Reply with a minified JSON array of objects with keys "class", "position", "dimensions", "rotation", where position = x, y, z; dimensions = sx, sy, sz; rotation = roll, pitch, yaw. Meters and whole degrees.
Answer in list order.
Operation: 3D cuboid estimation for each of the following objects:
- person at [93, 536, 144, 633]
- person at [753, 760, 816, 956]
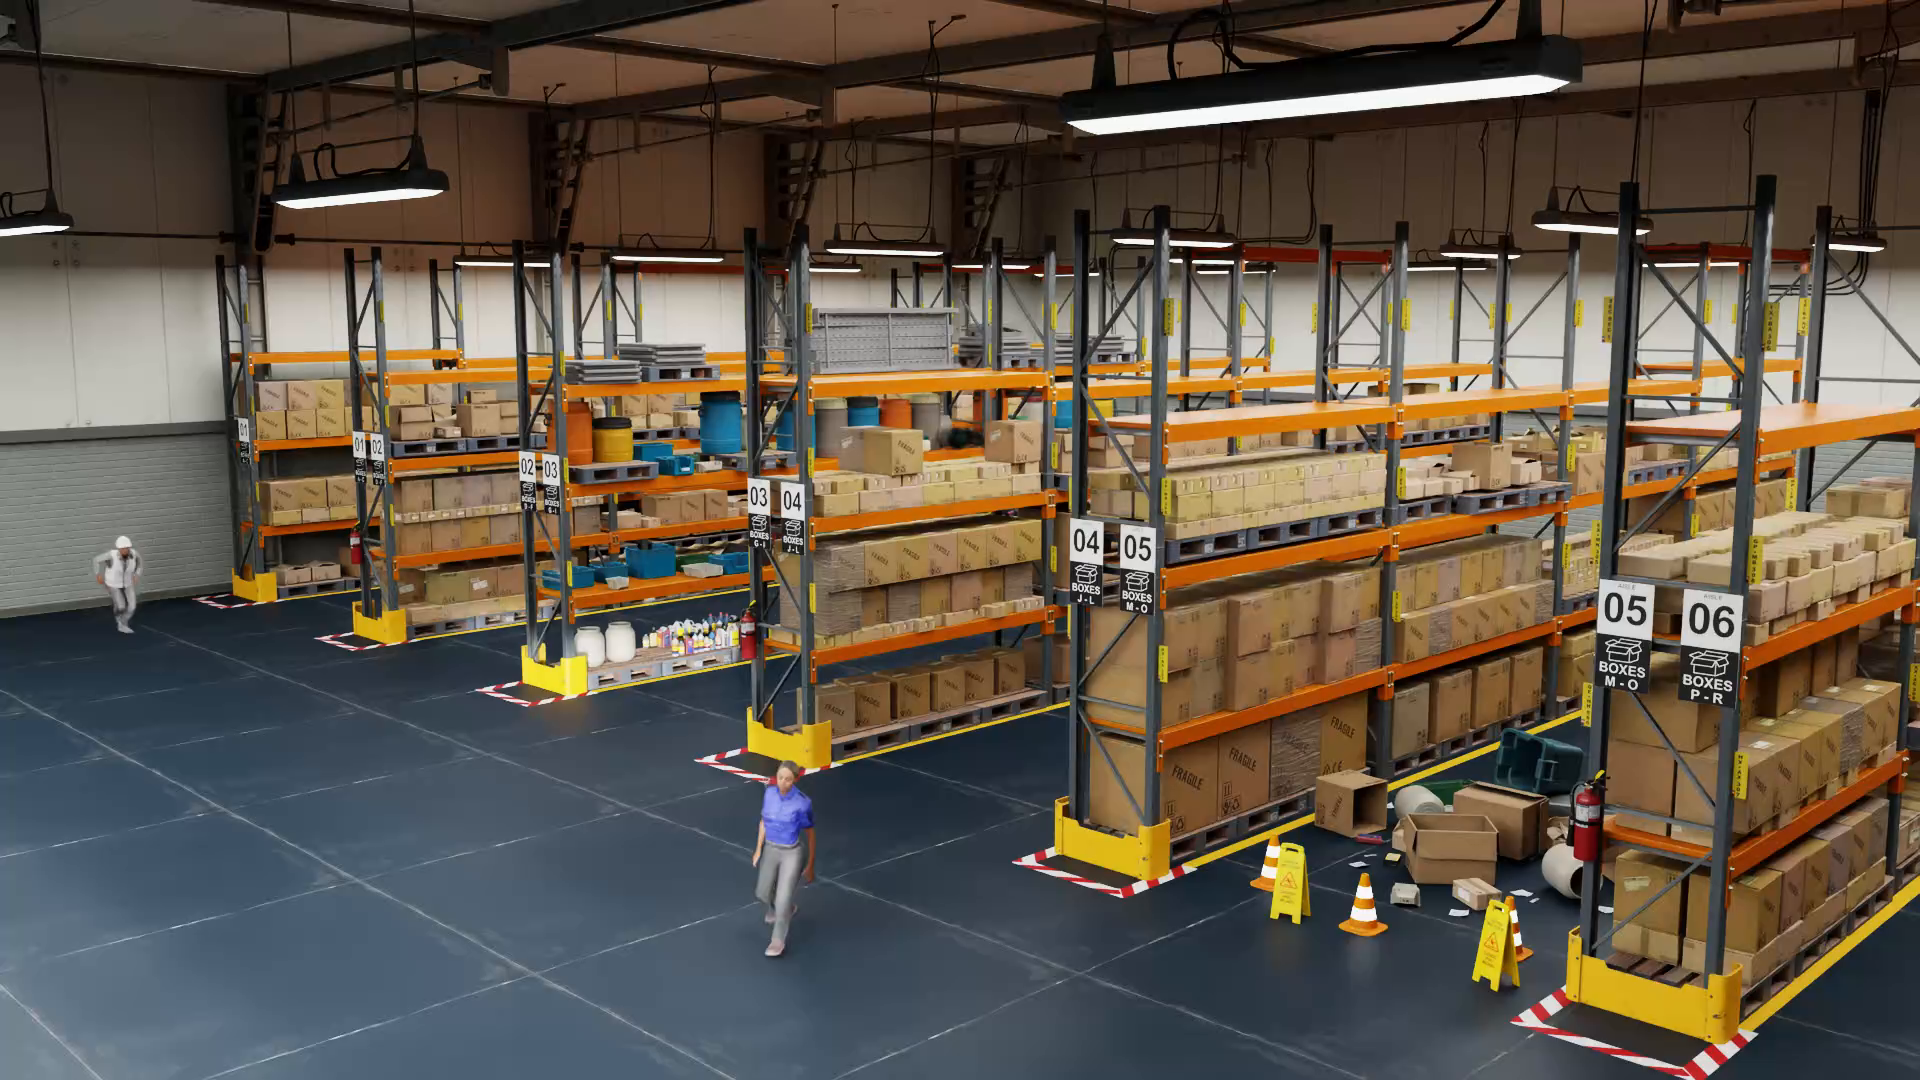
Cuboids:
[{"class":"person","position":[-13.134,0.709,25.995],"dimensions":[0.687,1.590,0.824],"rotation":[-6,10,-37]},{"class":"person","position":[-1.414,2.486,13.408],"dimensions":[0.707,1.574,0.694],"rotation":[4,9,28]}]
